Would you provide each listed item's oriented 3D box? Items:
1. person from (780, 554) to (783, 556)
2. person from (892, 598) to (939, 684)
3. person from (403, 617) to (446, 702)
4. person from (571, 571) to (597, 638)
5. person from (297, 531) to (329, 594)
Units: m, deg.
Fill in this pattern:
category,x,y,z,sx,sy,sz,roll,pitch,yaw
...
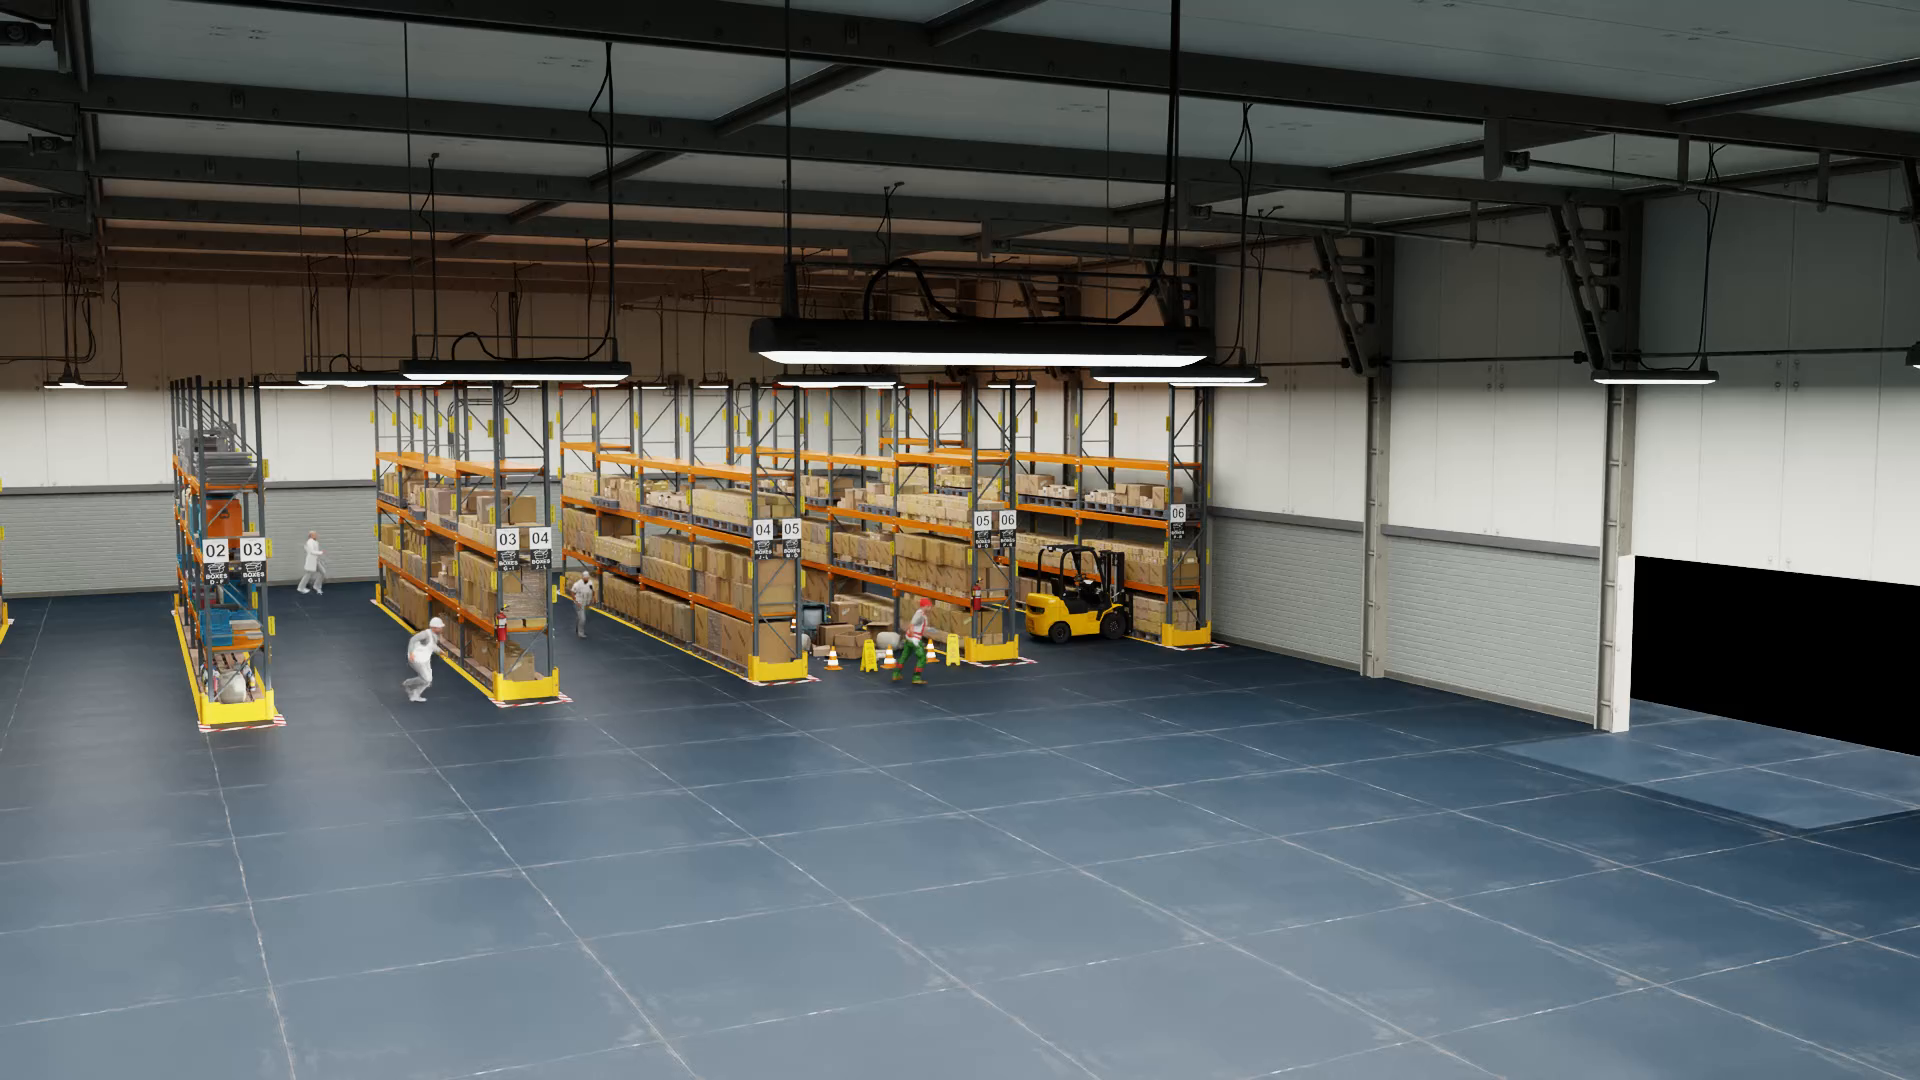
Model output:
category,x,y,z,sx,sy,sz,roll,pitch,yaw
person,-4.547,1.156,42.221,0.641,1.632,0.518,-2,5,-21
person,-0.870,1.980,32.692,0.907,1.709,0.700,-1,5,-7
person,-9.890,2.214,30.655,0.858,1.587,0.684,1,5,14
person,-8.827,1.490,38.897,0.860,1.575,0.652,4,7,39
person,-18.332,0.656,47.103,0.910,1.836,0.670,0,5,-3
